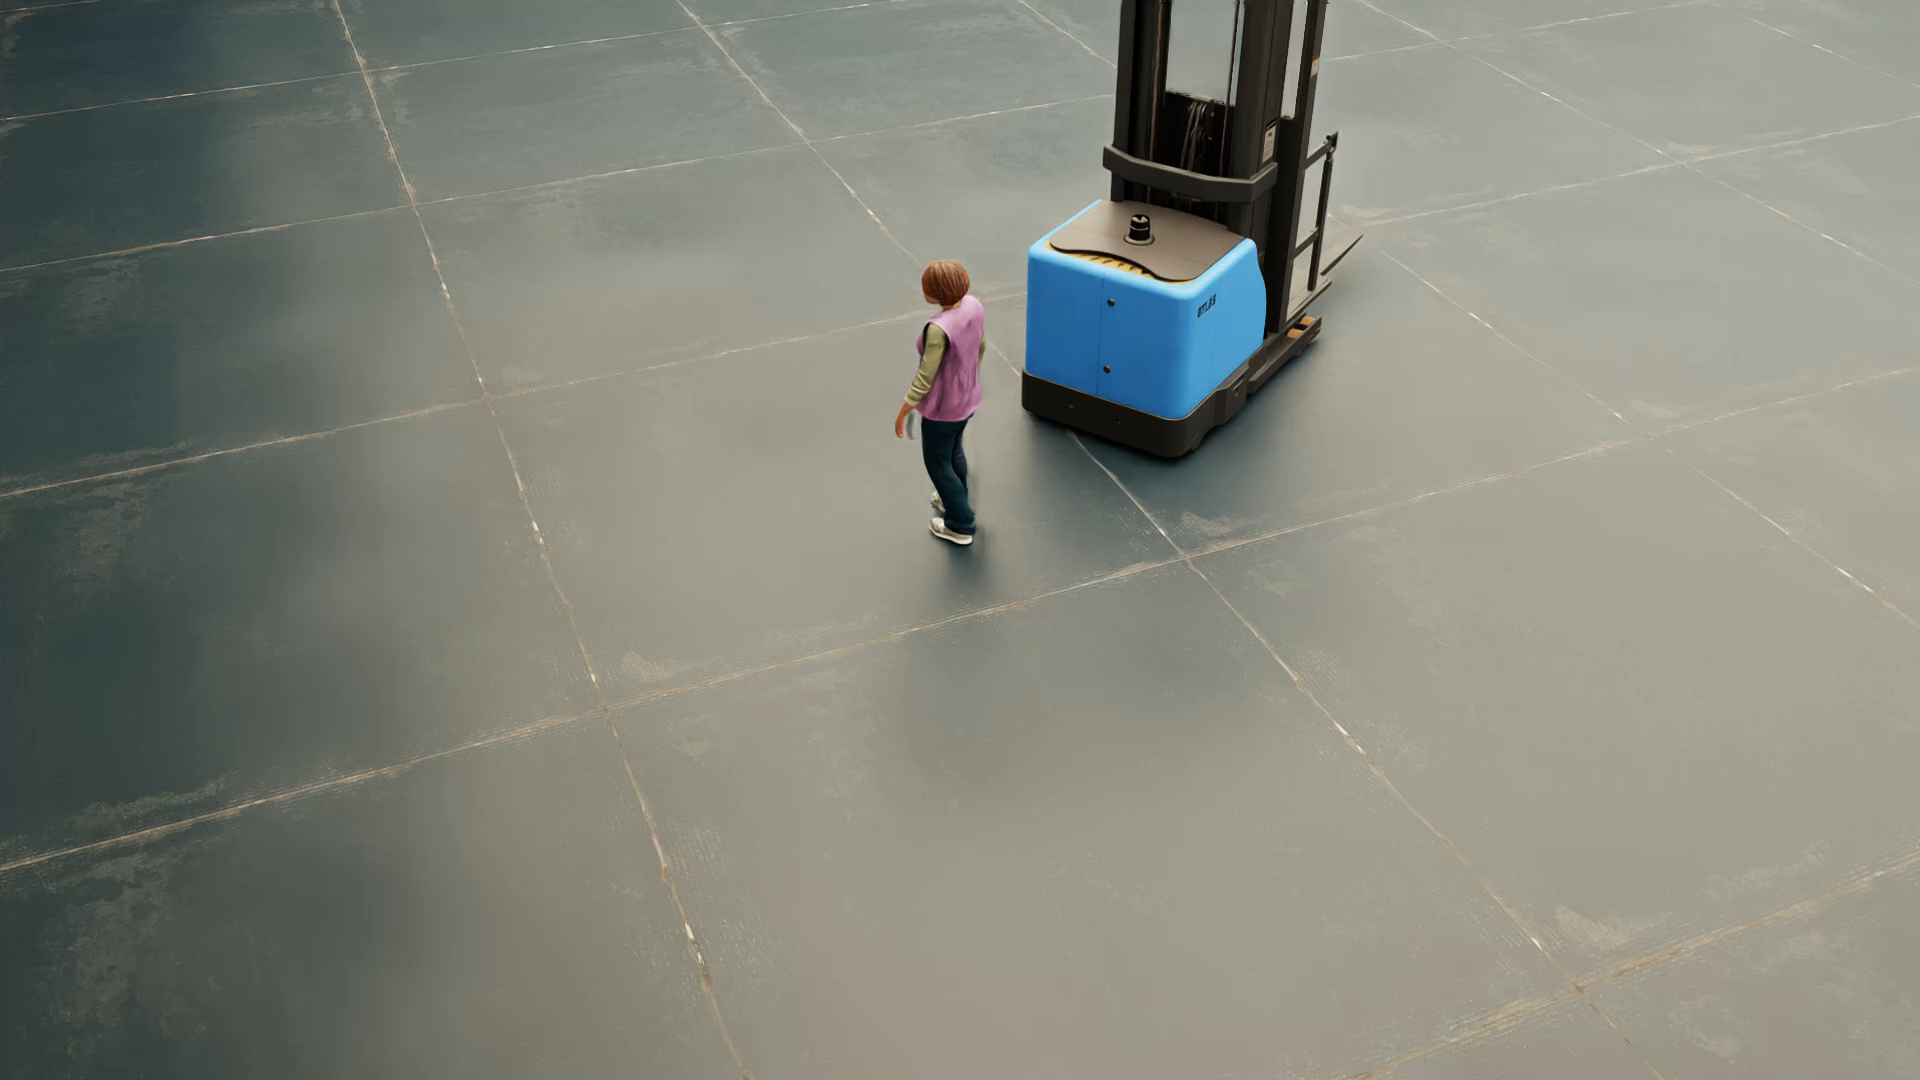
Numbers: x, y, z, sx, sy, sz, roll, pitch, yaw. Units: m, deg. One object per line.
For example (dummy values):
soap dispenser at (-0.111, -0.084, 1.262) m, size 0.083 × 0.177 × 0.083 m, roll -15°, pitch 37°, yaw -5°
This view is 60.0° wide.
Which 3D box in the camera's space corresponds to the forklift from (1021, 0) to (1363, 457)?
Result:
forklift at (1.590, -2.464, 9.564) m, size 1.130 × 2.935 × 3.031 m, roll 21°, pitch 41°, yaw 27°

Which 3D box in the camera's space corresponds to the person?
person at (-0.093, -0.679, 8.215) m, size 0.405 × 1.587 × 0.573 m, roll 18°, pitch 39°, yaw 23°
